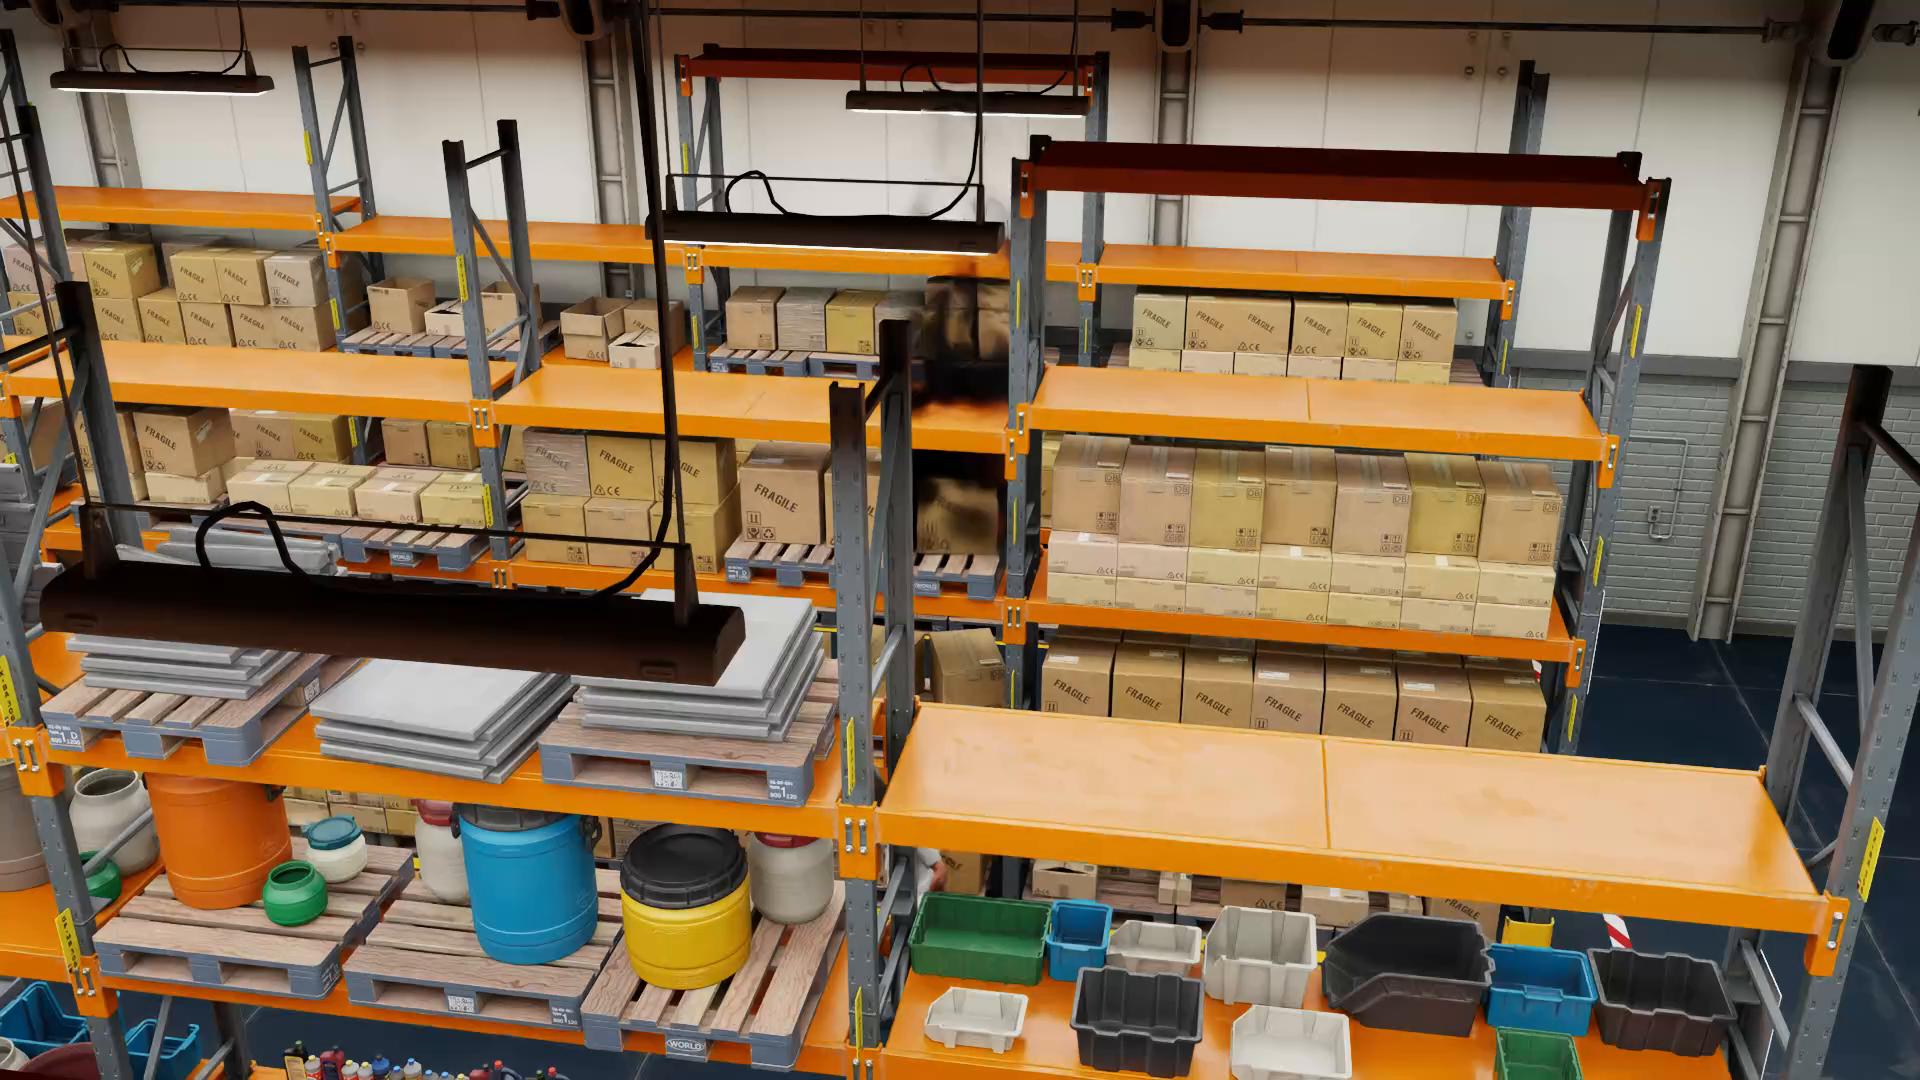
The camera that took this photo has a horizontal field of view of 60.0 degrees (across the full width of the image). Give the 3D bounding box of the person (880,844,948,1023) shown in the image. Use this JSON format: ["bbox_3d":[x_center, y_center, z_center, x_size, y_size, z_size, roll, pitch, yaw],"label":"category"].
[{"bbox_3d":[-0.360,2.498,11.531,0.743,1.891,0.638,2,23,4],"label":"person"}]
